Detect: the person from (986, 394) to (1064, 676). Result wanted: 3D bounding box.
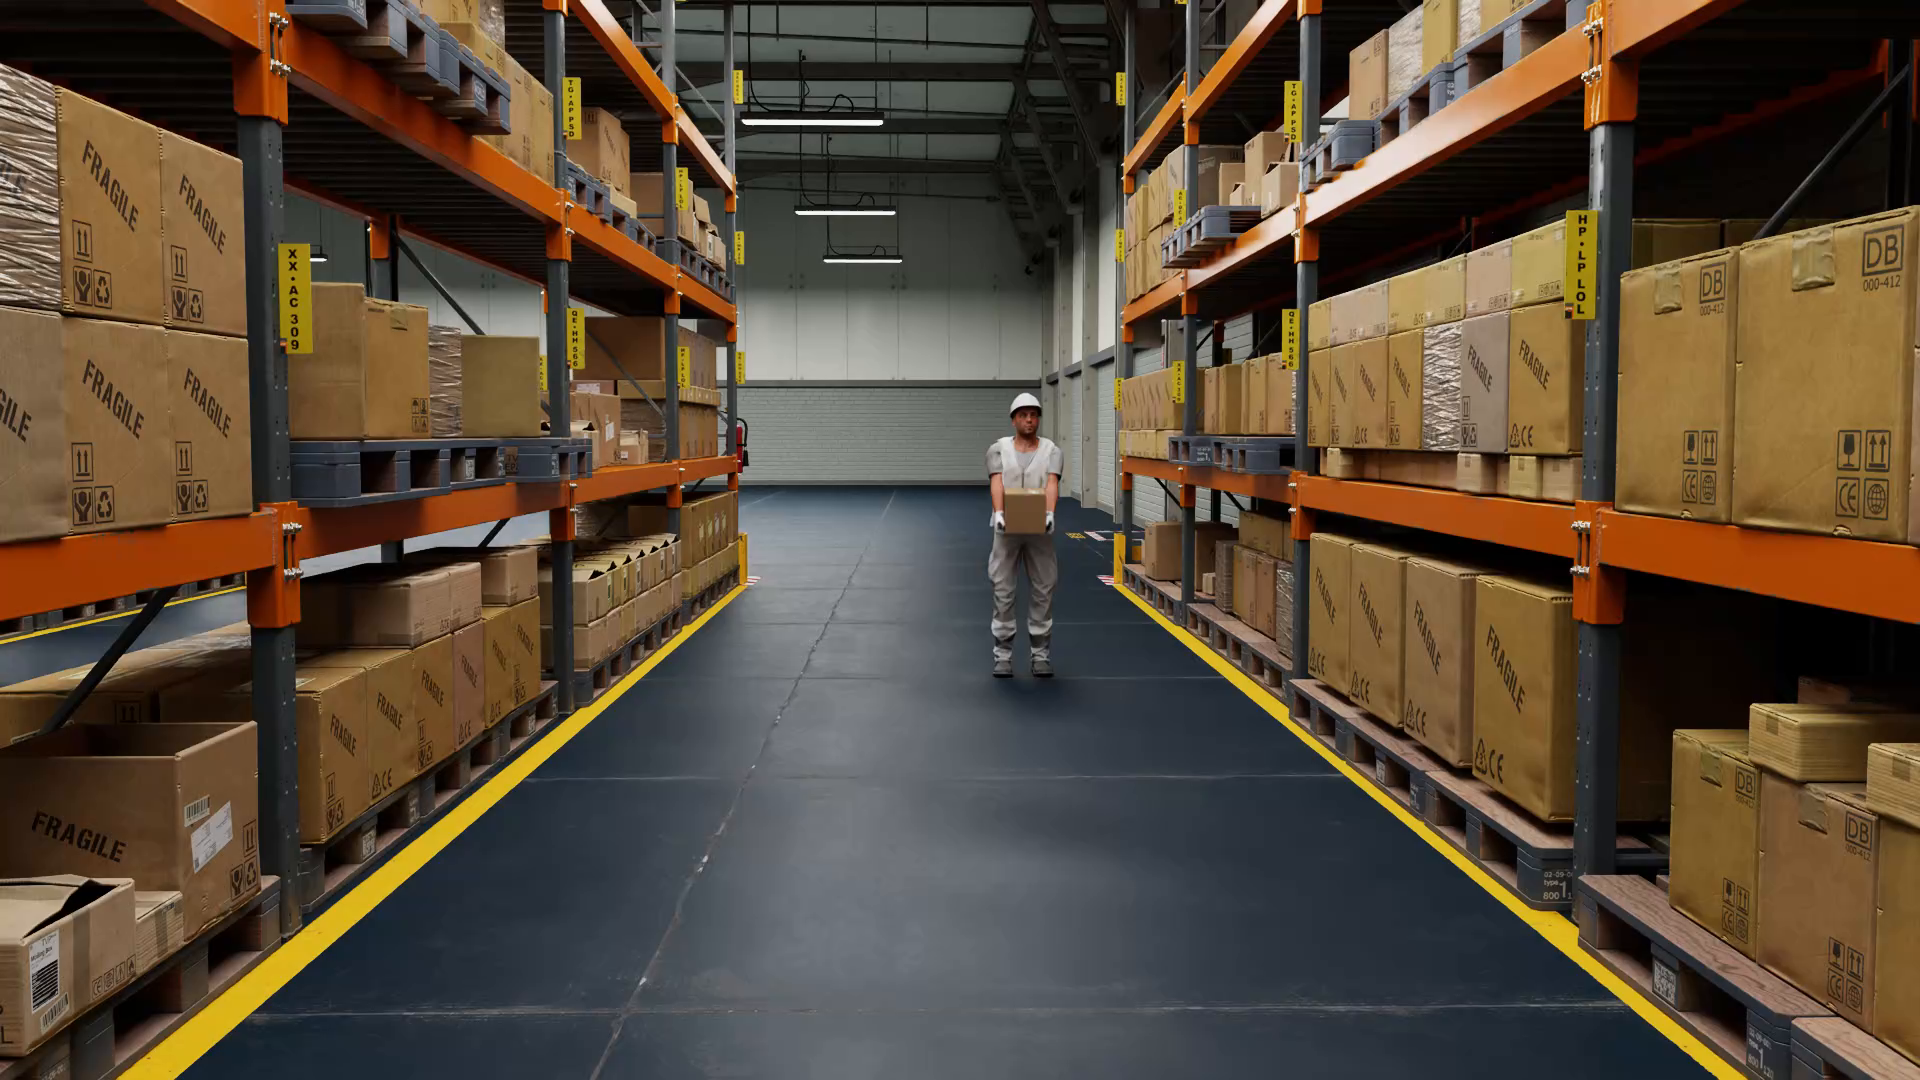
[{"bbox_3d":[0.413,-0.029,10.455,0.494,1.784,0.566,0,4,0],"label":"person"}]
